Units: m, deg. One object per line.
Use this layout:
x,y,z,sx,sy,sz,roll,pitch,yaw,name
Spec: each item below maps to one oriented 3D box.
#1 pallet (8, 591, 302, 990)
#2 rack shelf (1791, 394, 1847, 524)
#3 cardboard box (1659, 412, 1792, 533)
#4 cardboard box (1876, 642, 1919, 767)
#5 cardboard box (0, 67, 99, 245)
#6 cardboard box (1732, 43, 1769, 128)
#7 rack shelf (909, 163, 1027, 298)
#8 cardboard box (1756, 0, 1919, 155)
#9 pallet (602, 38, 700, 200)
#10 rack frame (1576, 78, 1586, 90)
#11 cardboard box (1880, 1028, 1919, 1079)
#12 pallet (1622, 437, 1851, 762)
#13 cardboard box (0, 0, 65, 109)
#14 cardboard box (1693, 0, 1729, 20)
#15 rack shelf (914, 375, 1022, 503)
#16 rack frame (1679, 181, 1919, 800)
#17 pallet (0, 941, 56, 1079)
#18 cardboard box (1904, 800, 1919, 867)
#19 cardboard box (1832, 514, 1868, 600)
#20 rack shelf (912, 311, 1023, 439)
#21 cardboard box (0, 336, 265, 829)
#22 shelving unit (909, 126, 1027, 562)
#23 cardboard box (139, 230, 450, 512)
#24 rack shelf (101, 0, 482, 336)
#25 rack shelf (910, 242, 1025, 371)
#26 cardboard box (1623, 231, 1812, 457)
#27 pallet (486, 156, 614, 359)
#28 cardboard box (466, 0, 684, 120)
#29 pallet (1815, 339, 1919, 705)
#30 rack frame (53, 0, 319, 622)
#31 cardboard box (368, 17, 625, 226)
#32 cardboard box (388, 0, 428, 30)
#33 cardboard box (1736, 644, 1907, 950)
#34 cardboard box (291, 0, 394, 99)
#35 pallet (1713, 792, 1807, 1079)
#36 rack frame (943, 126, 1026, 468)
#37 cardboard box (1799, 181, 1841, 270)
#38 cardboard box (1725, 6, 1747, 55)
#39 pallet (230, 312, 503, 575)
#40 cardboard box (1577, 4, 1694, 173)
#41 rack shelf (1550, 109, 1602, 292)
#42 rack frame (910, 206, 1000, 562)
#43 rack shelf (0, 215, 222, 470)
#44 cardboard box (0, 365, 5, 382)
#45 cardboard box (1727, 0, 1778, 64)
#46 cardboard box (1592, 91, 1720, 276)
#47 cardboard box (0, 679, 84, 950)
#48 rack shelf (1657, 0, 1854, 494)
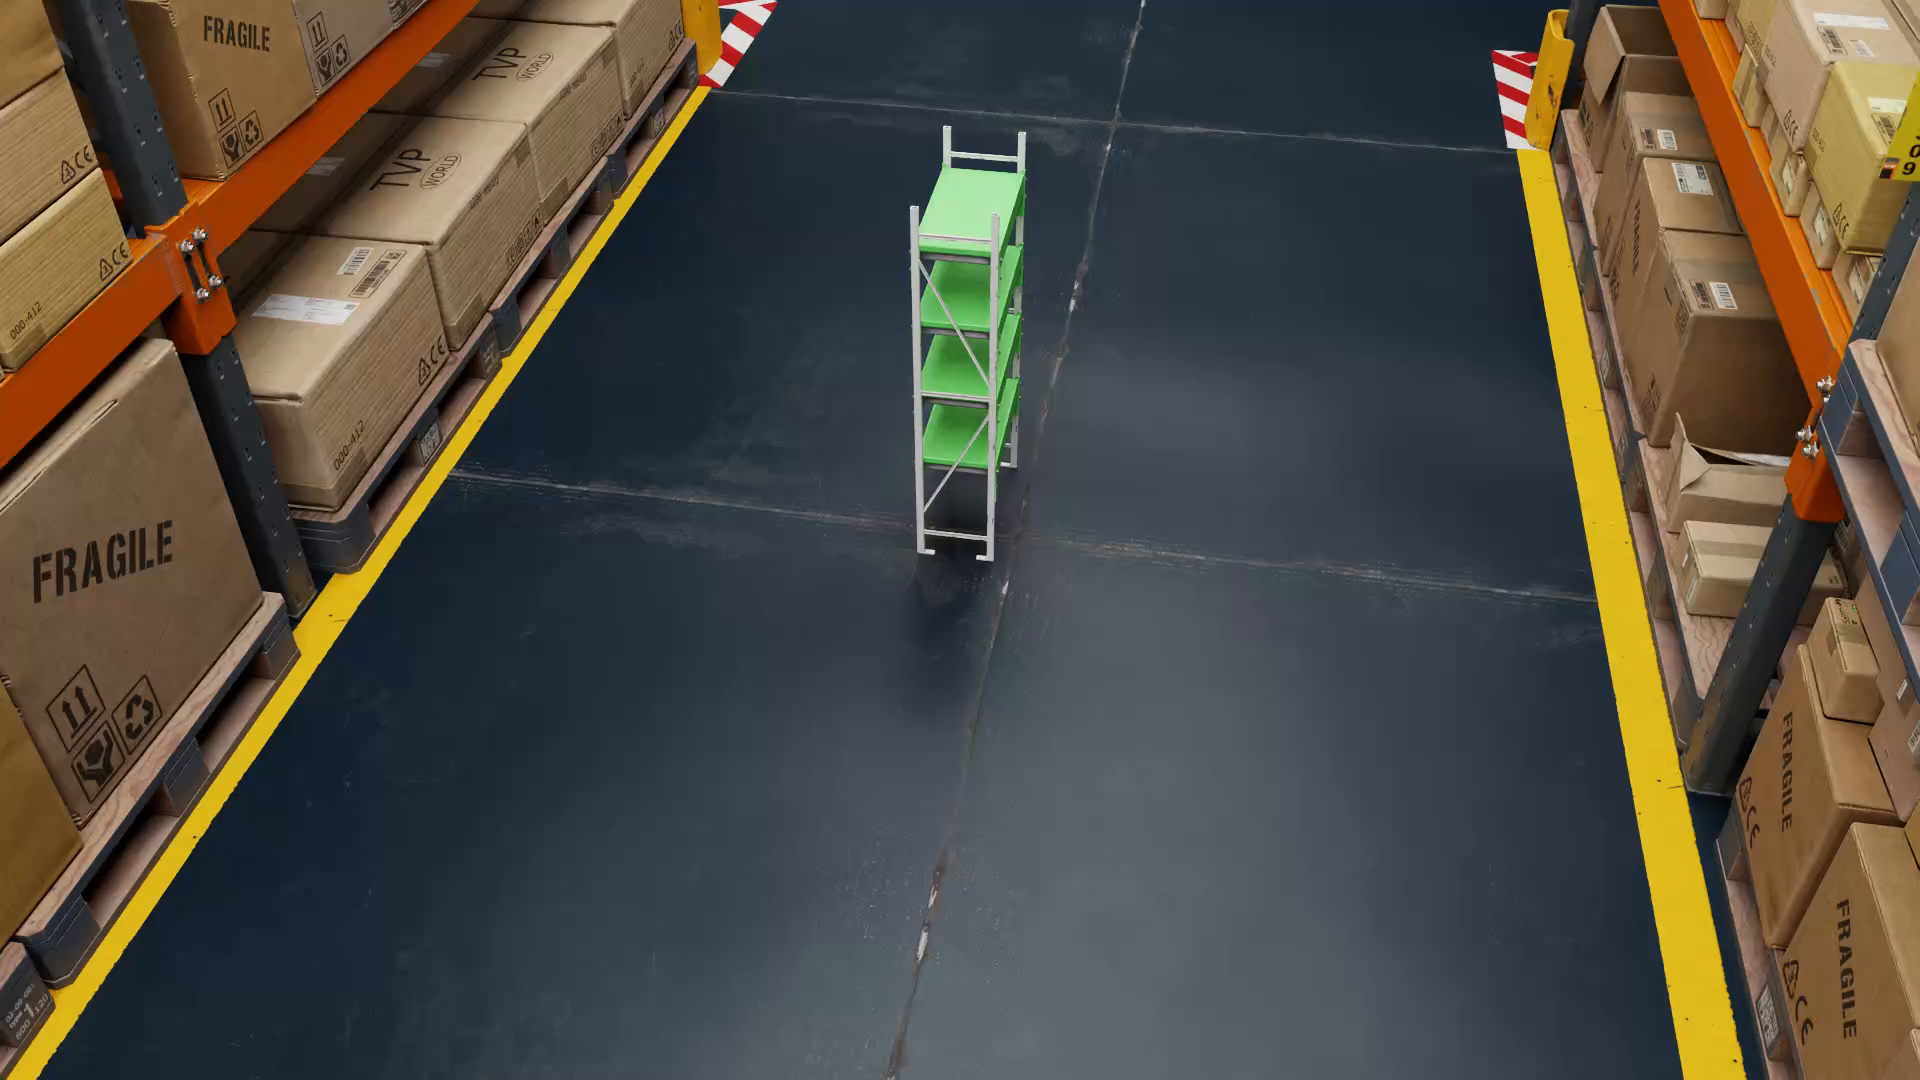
-2.511,0.560,4.407,1.003,0.211,1.213,6,40,8,pallet
2.092,1.070,2.166,1.077,0.370,4.000,6,40,8,rack shelf
2.307,-0.177,4.926,0.396,0.266,0.258,8,40,9,cardboard box
2.116,0.339,3.376,0.380,0.149,0.250,5,40,6,cardboard box
-2.288,-0.839,3.636,0.500,0.250,0.500,6,40,8,cardboard box
2.378,-1.250,4.605,0.380,0.149,0.250,6,40,7,cardboard box
0.029,-0.887,4.728,0.258,0.148,0.480,6,40,8,rack shelf
2.358,-1.182,4.210,0.500,0.250,0.500,7,40,8,cardboard box
-1.821,-1.933,7.422,1.003,0.211,1.213,6,40,8,pallet
3.127,-2.973,6.492,0.949,2.616,0.053,6,40,8,rack frame
1.959,1.266,2.997,0.500,0.500,0.500,5,40,6,cardboard box
2.558,0.181,4.865,1.003,0.211,1.213,6,40,8,pallet
-2.282,-1.123,3.391,0.500,0.500,0.500,8,40,9,cardboard box
2.506,-1.729,5.185,0.380,0.149,0.250,7,40,9,cardboard box
0.029,-0.332,5.187,0.258,0.148,0.480,6,40,8,rack shelf
2.438,-0.463,3.455,1.000,3.000,0.127,6,40,8,rack frame
-2.720,1.328,3.479,1.003,0.211,1.213,6,40,8,pallet
2.109,0.629,3.258,0.380,0.149,0.250,4,40,5,cardboard box
2.785,0.023,4.648,0.500,0.311,0.500,8,40,9,cardboard box
0.029,-0.517,5.034,0.258,0.148,0.480,6,40,8,rack shelf
-2.480,0.047,4.176,0.875,0.875,0.875,8,40,9,cardboard box
0.029,-0.566,4.993,0.258,1.200,0.503,6,40,8,shelving unit
-2.237,-0.564,5.259,0.875,0.438,0.875,6,40,7,cardboard box
-2.105,-1.985,5.862,1.077,0.370,4.000,6,40,8,rack shelf
0.029,-0.702,4.881,0.258,0.148,0.480,6,40,8,rack shelf
2.565,-0.614,5.271,0.700,0.500,0.500,5,40,6,cardboard box
-2.034,-1.169,6.499,1.003,0.211,1.213,6,40,8,pallet
-1.775,-2.267,7.319,0.875,0.438,0.875,5,40,6,cardboard box
2.192,0.101,2.925,1.003,0.211,1.213,6,40,8,pallet
-2.452,-1.008,4.115,1.000,3.000,0.127,6,40,8,rack frame
-1.925,-1.692,6.623,0.875,0.438,0.875,7,40,9,cardboard box
-1.929,-1.938,5.162,0.500,0.500,0.500,7,40,8,cardboard box
2.133,0.618,3.781,0.500,0.500,0.500,8,40,10,cardboard box
-2.021,-1.627,4.785,0.500,0.500,0.500,7,40,8,cardboard box
2.334,1.127,3.722,1.003,0.211,1.213,6,40,8,pallet
0.071,-0.719,5.179,0.240,1.200,0.015,6,40,8,rack frame
2.268,-0.759,4.012,0.380,0.149,0.250,7,40,9,cardboard box
2.529,-1.560,4.980,0.380,0.149,0.250,6,40,8,cardboard box
-2.243,-0.401,5.570,1.003,0.211,1.213,6,40,8,pallet
2.931,-1.799,6.702,0.797,0.503,0.637,5,40,6,cardboard box
-12.545,-0.712,3.915,30.696,2.800,11.642,6,40,8,rack shelf
-0.014,-0.413,4.808,0.240,1.200,0.015,6,40,8,rack frame
-2.798,0.525,2.826,1.077,0.370,4.000,6,40,8,rack shelf
-2.370,-0.321,3.402,0.500,0.250,0.500,6,40,7,cardboard box
2.457,-1.493,4.587,0.500,0.250,0.500,6,40,7,cardboard box
2.745,-1.266,6.059,0.700,0.500,0.500,8,40,9,cardboard box
-2.629,0.615,3.490,0.875,0.875,0.875,7,40,9,cardboard box
2.784,-1.440,5.203,1.077,0.370,4.000,6,40,8,rack shelf
